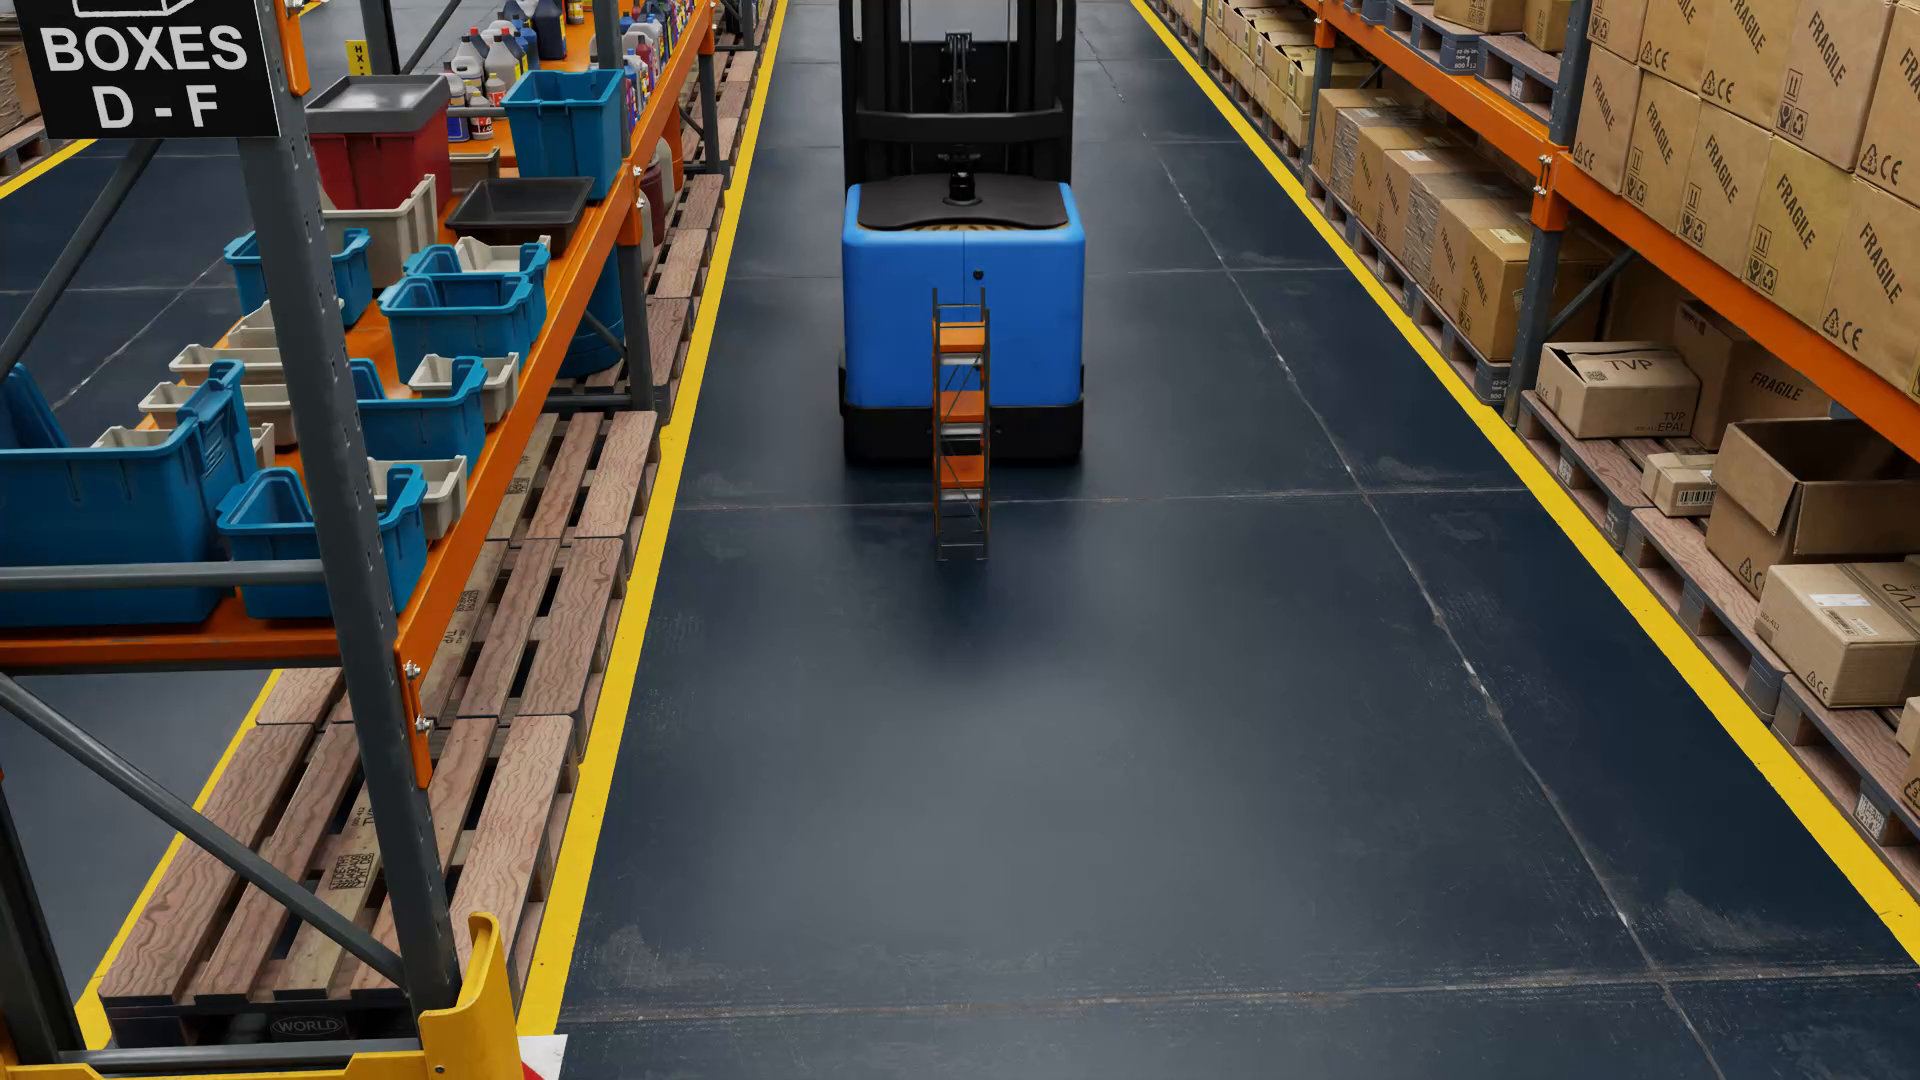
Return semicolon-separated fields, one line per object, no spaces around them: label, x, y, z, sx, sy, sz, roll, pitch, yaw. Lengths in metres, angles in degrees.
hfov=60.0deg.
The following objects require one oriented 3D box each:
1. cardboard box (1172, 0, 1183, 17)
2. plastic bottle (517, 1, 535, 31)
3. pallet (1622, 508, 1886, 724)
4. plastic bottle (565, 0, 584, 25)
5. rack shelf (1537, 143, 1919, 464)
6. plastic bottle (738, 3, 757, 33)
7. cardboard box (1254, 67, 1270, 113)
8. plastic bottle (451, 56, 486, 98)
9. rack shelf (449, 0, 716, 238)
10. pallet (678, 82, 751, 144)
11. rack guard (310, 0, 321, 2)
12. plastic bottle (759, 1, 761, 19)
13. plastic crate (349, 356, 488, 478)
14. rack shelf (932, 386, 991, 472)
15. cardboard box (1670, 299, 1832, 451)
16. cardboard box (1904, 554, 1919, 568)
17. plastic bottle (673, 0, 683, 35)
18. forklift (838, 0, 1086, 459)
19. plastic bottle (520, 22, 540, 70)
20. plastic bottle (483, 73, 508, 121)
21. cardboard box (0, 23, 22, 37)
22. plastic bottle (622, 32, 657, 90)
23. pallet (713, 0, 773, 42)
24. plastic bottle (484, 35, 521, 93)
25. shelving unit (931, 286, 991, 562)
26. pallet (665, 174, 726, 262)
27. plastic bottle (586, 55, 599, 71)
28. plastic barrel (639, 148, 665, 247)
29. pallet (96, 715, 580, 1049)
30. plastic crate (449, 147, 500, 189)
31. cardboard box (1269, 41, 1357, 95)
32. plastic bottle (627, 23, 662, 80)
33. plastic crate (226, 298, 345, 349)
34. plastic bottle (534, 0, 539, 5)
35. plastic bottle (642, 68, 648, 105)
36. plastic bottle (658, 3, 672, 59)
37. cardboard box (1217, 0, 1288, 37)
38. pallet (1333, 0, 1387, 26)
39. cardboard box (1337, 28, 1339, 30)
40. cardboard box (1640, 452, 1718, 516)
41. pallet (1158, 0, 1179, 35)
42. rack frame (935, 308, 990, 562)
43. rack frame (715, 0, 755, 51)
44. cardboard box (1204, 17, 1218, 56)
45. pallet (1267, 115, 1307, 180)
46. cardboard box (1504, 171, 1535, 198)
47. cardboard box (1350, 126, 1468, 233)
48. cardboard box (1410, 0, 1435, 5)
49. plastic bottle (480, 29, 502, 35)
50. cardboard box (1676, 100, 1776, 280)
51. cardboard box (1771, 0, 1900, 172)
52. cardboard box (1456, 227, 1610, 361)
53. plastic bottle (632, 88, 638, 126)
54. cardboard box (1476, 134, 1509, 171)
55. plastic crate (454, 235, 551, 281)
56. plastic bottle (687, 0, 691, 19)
cardboard box;2.342;-5.217;16.028;0.500;0.250;0.500;-1;28;-3
plastic bottle;-2.325;-2.711;8.838;0.152;0.276;0.135;-1;28;-3
pallet;3.161;0.234;6.074;1.003;0.211;1.213;-1;28;-3
plastic bottle;-2.249;-3.116;9.696;0.097;0.201;0.097;0;28;0
rack shelf;3.163;-0.642;5.515;1.077;0.370;4.000;-1;28;-3
plastic bottle;-1.929;-4.755;15.093;0.152;0.276;0.135;0;28;-1
cardboard box;2.525;-3.406;12.557;0.500;0.250;0.500;-1;28;-1
plastic bottle;-2.250;-2.055;7.580;0.152;0.276;0.135;-1;28;-3
rack shelf;-1.992;-2.371;8.831;1.077;0.370;4.000;-1;28;-3
pallet;-2.159;-3.298;12.846;1.003;0.211;1.213;-1;28;-3
rack guard;-7.457;-6.045;17.801;1.175;0.500;0.348;-1;28;-3
plastic bottle;-1.935;-5.017;15.675;0.097;0.201;0.097;0;28;0
plastic crate;-1.398;-0.298;4.194;0.416;0.233;0.300;-1;28;-3
rack shelf;0.003;-0.431;6.465;0.215;0.259;0.240;-1;28;-3
cardboard box;3.372;-0.715;7.105;0.500;0.500;0.500;-1;28;-3
cardboard box;3.470;0.267;5.492;0.500;0.250;0.500;-1;28;-3
plastic bottle;-1.624;-2.964;9.405;0.097;0.201;0.097;0;28;0
forklift;-0.018;-2.296;7.983;1.130;2.935;3.031;-1;28;-1
plastic bottle;-2.172;-2.466;8.374;0.097;0.271;0.097;0;28;0
plastic bottle;-2.127;-2.033;7.619;0.097;0.201;0.097;0;28;0
cardboard box;-7.206;-3.665;12.761;0.700;0.500;0.500;-4;28;-7
plastic bottle;-1.580;-2.362;8.170;0.152;0.276;0.135;-1;28;-3
pallet;-2.366;-5.101;16.302;1.003;0.211;1.213;-1;28;-3
plastic bottle;-2.119;-2.165;7.711;0.144;0.351;0.185;-1;28;-3
shelving unit;0.003;-0.441;6.460;0.215;1.050;0.252;-1;28;-3
pallet;-2.014;-2.015;10.384;1.003;0.211;1.213;-1;28;-3
plastic bottle;-1.585;-1.934;7.268;0.144;0.351;0.185;-1;28;-3
plastic barrel;-1.995;-1.984;9.464;0.600;0.588;0.708;-1;28;-3
pallet;-1.683;0.935;4.729;1.003;0.211;1.213;-1;28;-3
plastic crate;-2.006;-1.458;6.522;0.396;0.136;0.243;-1;28;-3
cardboard box;2.543;-3.423;11.983;0.500;0.311;0.500;-2;28;-3
plastic bottle;-1.592;-2.469;8.375;0.152;0.276;0.135;-1;28;-3
plastic crate;-1.976;-0.600;4.877;0.298;0.136;0.250;-1;28;-3
plastic bottle;-2.375;-2.913;9.231;0.097;0.271;0.097;0;28;0
plastic bottle;-1.535;-2.170;7.881;0.097;0.201;0.097;0;28;0
plastic bottle;-1.573;-2.711;8.830;0.061;0.283;0.133;-1;28;-3
cardboard box;2.435;-4.367;13.791;0.500;0.311;0.500;-2;28;-3
pallet;2.956;-3.335;10.109;1.213;0.211;1.003;-1;28;-3
cardboard box;3.028;-3.912;12.920;0.500;0.311;0.500;-2;28;-3
cardboard box;2.920;-0.225;6.526;0.380;0.166;0.250;-1;28;-3
pallet;2.575;-5.276;16.637;1.003;0.211;1.213;-1;28;-3
rack frame;0.009;-0.384;6.352;0.200;1.050;0.008;-1;28;-3
rack frame;-2.306;-5.461;13.977;1.000;3.000;0.127;-1;28;-3
cardboard box;2.415;-4.354;14.373;0.500;0.250;0.500;-2;28;-4
pallet;2.846;-2.877;12.037;1.003;0.211;1.213;-1;28;-3
cardboard box;3.219;-1.678;8.950;0.500;0.500;0.500;-1;28;-2
cardboard box;2.643;-2.128;9.814;0.500;0.500;0.500;-2;28;-3
cardboard box;2.853;-3.247;9.170;0.700;0.500;0.500;4;28;7
plastic bottle;-2.284;-2.350;8.146;0.152;0.276;0.135;-1;28;-3
cardboard box;2.867;-1.220;5.736;0.500;0.500;0.500;-2;28;-3
cardboard box;2.884;-1.434;5.066;0.500;0.500;0.500;-1;28;-1
cardboard box;2.747;-1.192;8.020;0.500;0.500;0.500;-2;28;-3
plastic bottle;-1.512;-1.973;7.504;0.097;0.201;0.097;0;28;0
cardboard box;3.198;-2.227;9.192;0.500;0.250;0.500;-2;28;-4
plastic crate;-1.497;-0.880;5.413;0.293;0.136;0.466;-1;28;-3
plastic bottle;-1.650;-3.189;9.836;0.097;0.201;0.097;0;28;0
